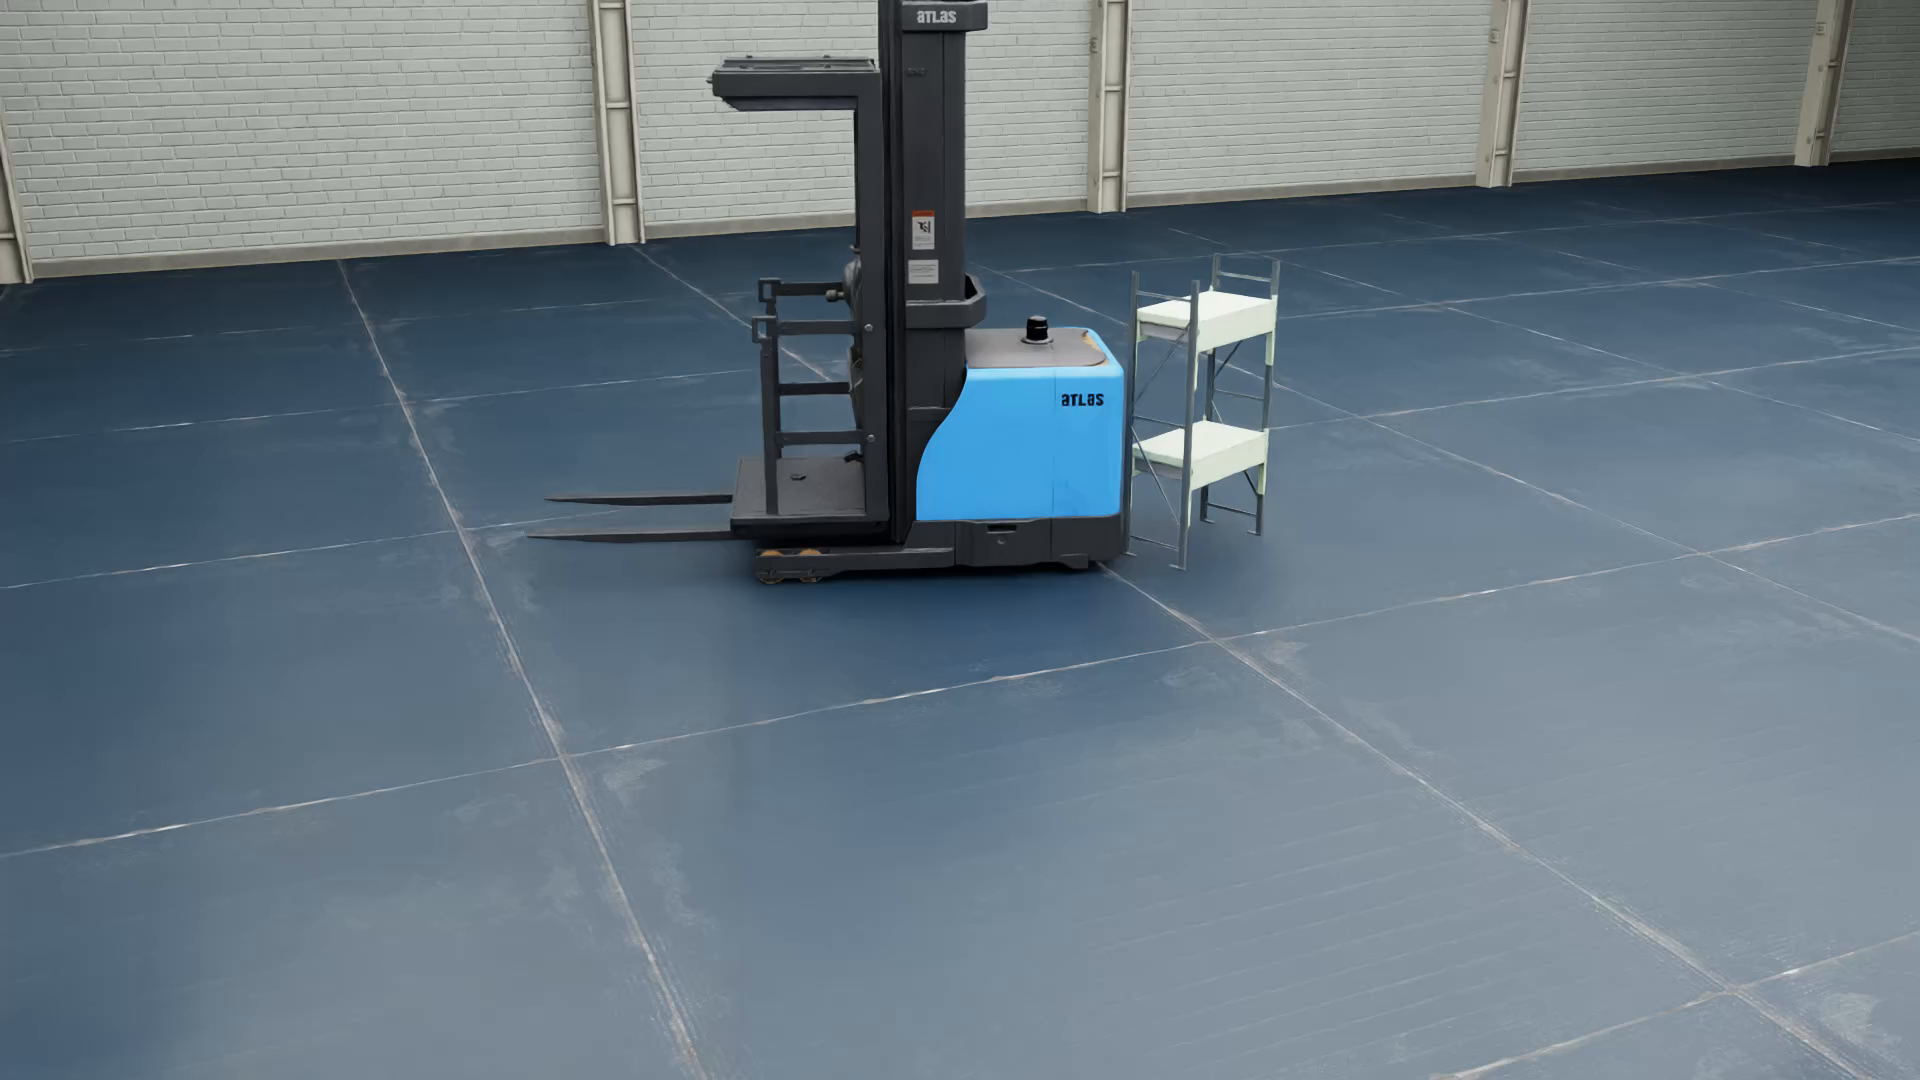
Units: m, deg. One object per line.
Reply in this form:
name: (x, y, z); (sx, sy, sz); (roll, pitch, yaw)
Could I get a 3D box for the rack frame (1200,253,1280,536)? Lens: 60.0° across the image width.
rack frame: (1.501, -0.776, 8.967); (0.400, 1.500, 0.023); (17, 25, 39)

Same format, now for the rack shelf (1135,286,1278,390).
rack shelf: (1.256, -1.053, 8.580); (0.431, 0.370, 0.720); (17, 25, 39)

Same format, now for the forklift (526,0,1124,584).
forklift: (-0.714, -1.343, 8.423); (3.031, 2.935, 1.130); (-2, 19, -4)

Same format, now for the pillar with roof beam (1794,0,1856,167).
pillar with roof beam: (14.532, -8.588, 19.864); (0.400, 9.000, 9.100); (-8, 21, -22)

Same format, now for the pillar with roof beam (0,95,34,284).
pillar with roof beam: (-7.505, -5.431, 10.897); (0.400, 9.000, 9.100); (-8, 21, -22)

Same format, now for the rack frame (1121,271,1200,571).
rack frame: (1.010, -0.595, 8.454); (0.400, 1.500, 0.023); (17, 25, 39)

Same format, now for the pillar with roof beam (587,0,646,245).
pillar with roof beam: (-1.996, -6.220, 13.139); (0.400, 9.000, 9.100); (-8, 21, -22)

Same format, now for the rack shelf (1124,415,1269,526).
rack shelf: (1.256, -0.378, 8.818); (0.431, 0.370, 0.720); (17, 25, 39)

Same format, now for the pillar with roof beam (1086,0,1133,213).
pillar with roof beam: (3.513, -7.010, 15.381); (0.400, 9.000, 9.100); (-8, 21, -22)

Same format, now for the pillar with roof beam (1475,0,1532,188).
pillar with roof beam: (9.023, -7.799, 17.622); (0.400, 9.000, 9.100); (-8, 21, -22)

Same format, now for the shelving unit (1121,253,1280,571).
shelving unit: (1.256, -0.685, 8.710); (0.431, 1.500, 0.755); (17, 25, 39)
